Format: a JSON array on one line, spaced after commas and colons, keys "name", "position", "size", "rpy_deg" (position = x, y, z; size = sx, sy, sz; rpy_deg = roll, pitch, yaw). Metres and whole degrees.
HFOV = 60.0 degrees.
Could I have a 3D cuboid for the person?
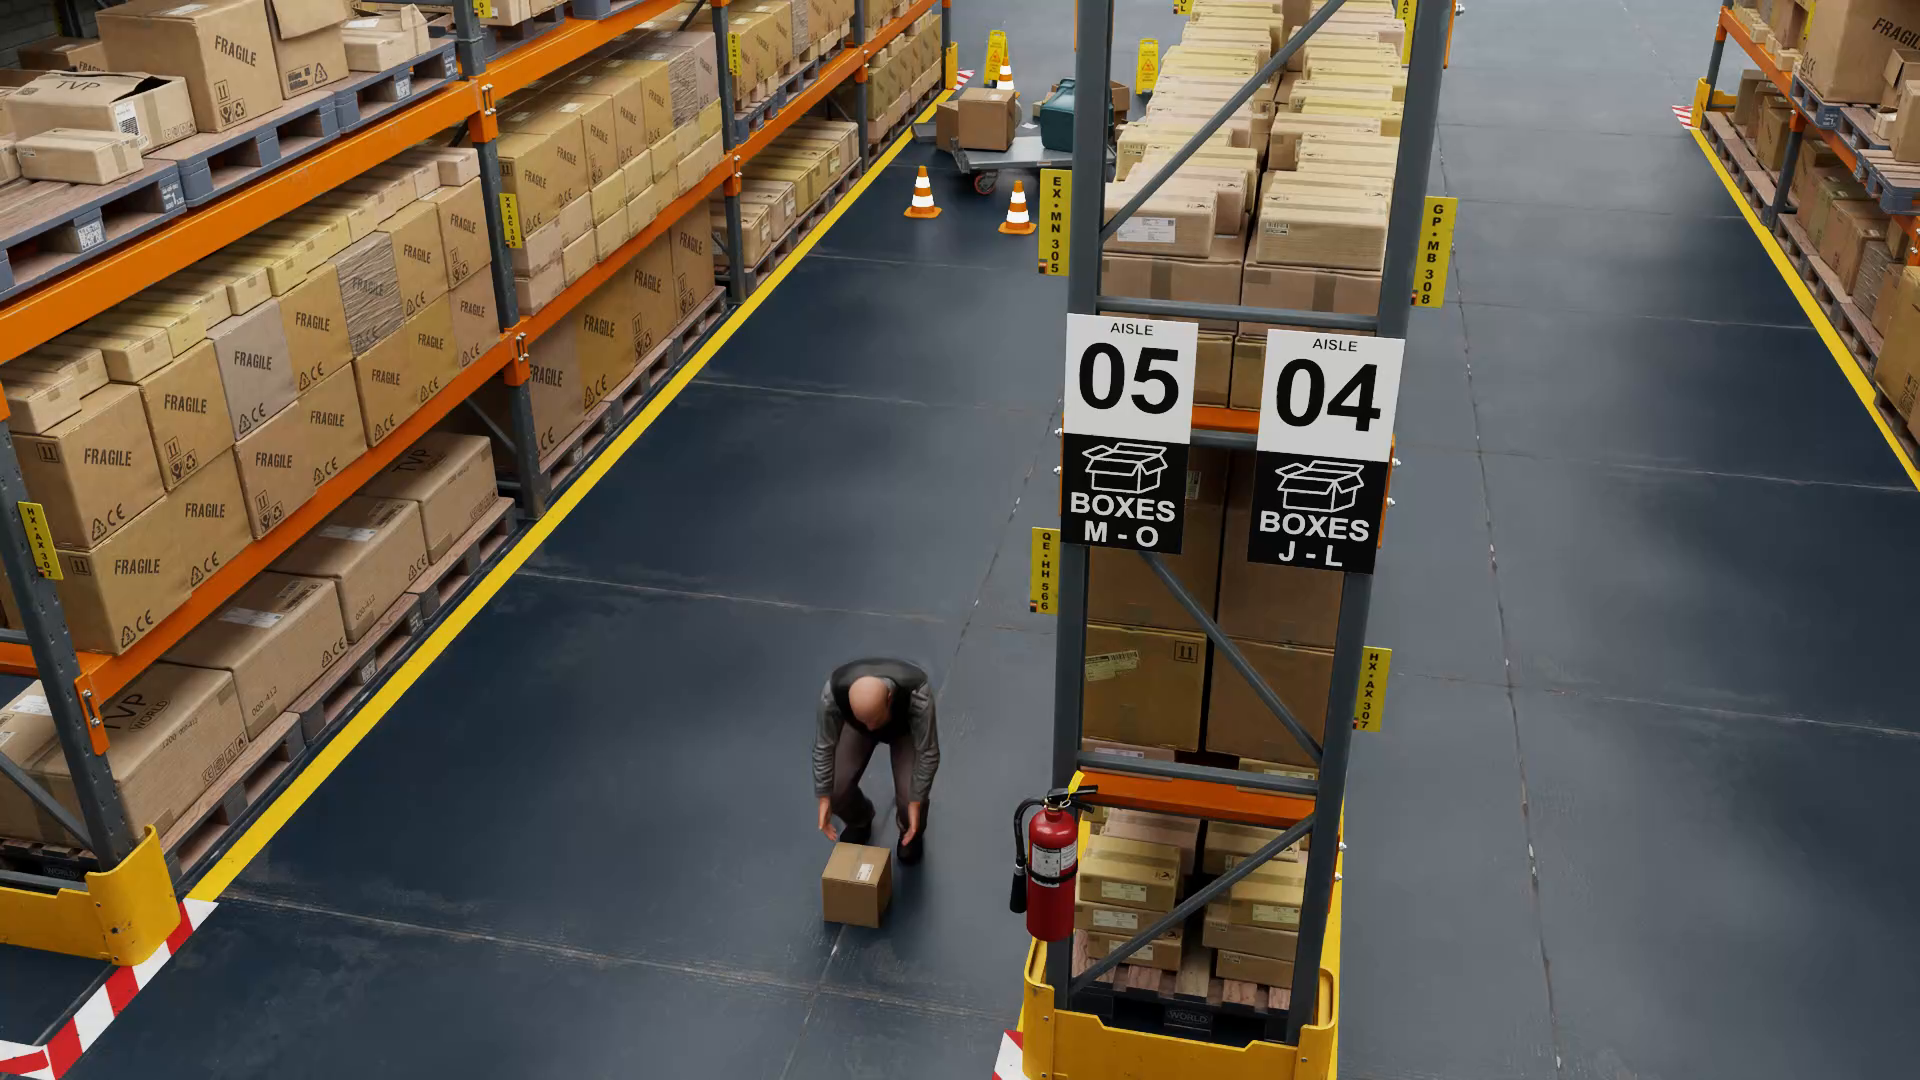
[{"name": "person", "position": [-0.341, 0.981, 7.500], "size": [0.564, 1.101, 0.831], "rpy_deg": [5, 29, 10]}]
